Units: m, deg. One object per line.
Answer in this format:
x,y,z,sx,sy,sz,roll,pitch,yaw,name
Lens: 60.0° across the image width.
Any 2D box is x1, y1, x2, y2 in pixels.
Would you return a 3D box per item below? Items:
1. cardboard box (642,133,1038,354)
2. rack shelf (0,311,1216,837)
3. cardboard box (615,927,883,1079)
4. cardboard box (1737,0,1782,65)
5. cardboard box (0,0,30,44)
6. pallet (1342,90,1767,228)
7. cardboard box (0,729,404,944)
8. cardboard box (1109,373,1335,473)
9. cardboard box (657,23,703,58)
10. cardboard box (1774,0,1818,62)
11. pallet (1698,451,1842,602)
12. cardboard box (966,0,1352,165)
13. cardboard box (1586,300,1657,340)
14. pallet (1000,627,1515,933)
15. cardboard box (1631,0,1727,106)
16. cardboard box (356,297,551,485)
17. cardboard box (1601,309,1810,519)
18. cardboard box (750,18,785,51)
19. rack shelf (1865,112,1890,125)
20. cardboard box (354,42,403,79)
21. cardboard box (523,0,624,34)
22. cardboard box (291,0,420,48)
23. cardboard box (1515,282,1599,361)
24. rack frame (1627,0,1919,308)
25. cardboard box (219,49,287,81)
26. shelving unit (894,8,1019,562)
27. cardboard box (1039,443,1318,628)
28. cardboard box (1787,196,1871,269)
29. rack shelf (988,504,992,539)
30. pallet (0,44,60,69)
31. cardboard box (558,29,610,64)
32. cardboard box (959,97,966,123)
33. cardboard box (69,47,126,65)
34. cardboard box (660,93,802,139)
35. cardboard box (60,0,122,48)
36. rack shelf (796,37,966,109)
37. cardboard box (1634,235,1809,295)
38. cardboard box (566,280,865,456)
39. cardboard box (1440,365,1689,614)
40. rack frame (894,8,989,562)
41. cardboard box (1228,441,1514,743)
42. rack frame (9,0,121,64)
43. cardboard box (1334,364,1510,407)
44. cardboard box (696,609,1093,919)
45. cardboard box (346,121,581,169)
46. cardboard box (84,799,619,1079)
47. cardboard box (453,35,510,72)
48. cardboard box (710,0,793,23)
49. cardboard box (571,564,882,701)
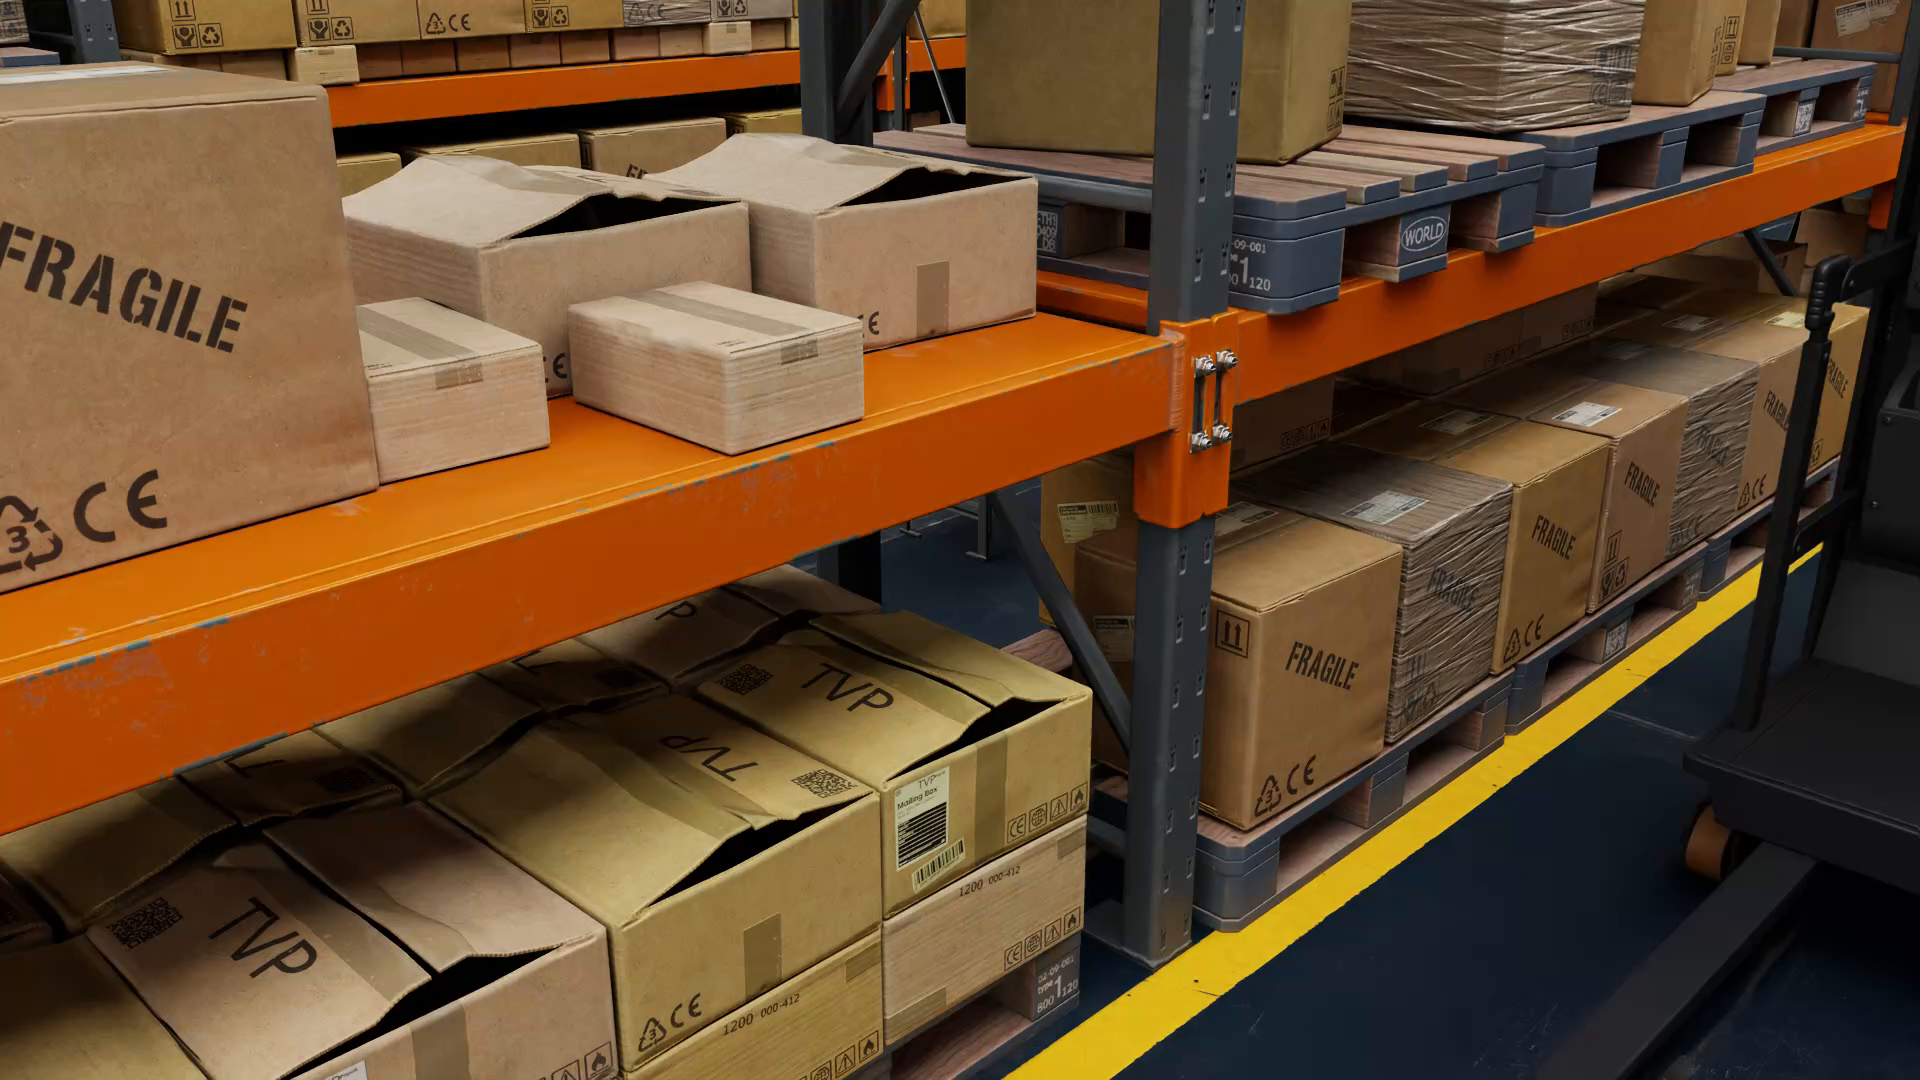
-0.212,-0.552,2.953,0.500,0.311,0.500,-18,27,-39,cardboard box
-1.322,0.174,1.943,1.077,0.370,4.000,19,28,41,rack shelf
-0.476,0.741,2.712,0.500,0.250,0.500,19,28,40,cardboard box
2.373,-1.881,5.563,0.700,0.500,0.500,9,23,23,cardboard box
-3.799,-2.043,5.957,0.700,0.500,0.500,15,26,35,cardboard box
1.426,-1.087,4.490,1.003,0.211,1.213,19,28,41,pallet
-1.221,0.479,2.614,0.500,0.311,0.500,18,28,39,cardboard box
0.594,-0.379,4.206,0.500,0.250,0.500,-19,28,-40,cardboard box
-1.454,-2.422,8.018,0.380,0.149,0.250,19,28,41,cardboard box
3.028,-1.943,6.311,0.500,0.500,0.500,-20,28,-41,cardboard box
2.323,-0.184,5.759,1.003,0.211,1.213,19,28,41,pallet
0.432,-1.109,3.553,0.700,0.500,0.500,9,23,23,cardboard box
1.987,-0.539,5.668,0.500,0.500,0.500,-20,28,-41,cardboard box
0.621,0.443,4.127,1.003,0.211,1.213,19,28,41,pallet
1.675,-1.477,4.512,0.700,0.500,0.500,12,24,27,cardboard box
-0.776,-0.217,2.307,0.250,0.149,0.380,-18,27,-38,cardboard box
2.374,-0.419,5.355,0.500,0.500,0.500,19,28,41,cardboard box
-1.093,-2.551,8.353,0.250,0.149,0.380,-19,28,-40,cardboard box
4.259,-1.882,7.294,1.077,0.370,4.000,19,28,41,rack shelf
-2.568,-2.039,7.020,0.380,0.149,0.250,19,28,40,cardboard box
-1.880,-2.566,7.487,0.500,0.500,0.500,-19,28,-41,cardboard box
-2.584,-2.303,6.803,0.500,0.500,0.500,-19,28,-40,cardboard box
1.654,-0.772,5.228,0.500,0.250,0.500,19,28,41,cardboard box
2.864,-1.704,5.827,1.000,3.000,0.127,19,28,41,rack frame
-2.901,-1.896,6.649,0.250,0.149,0.380,-20,29,-41,cardboard box
0.115,-1.023,5.309,0.431,2.100,0.503,19,28,41,shelving unit
0.557,-0.014,4.300,0.500,0.500,0.500,-19,28,-40,cardboard box
4.170,-1.228,7.456,0.797,0.503,0.637,19,28,41,cardboard box
0.115,-0.357,5.565,0.431,0.518,0.480,19,28,41,rack shelf
-3.900,-1.615,5.864,1.213,0.211,1.003,19,28,41,pallet
-1.833,-2.296,7.690,0.250,0.149,0.380,-19,28,-40,cardboard box
0.213,-2.658,10.303,0.380,0.149,0.250,18,27,39,cardboard box
-3.435,-1.955,6.801,0.250,0.149,0.380,-20,28,-41,cardboard box
-1.049,-1.936,8.841,0.750,0.750,0.750,20,28,41,cardboard box
-3.338,-2.297,6.788,0.500,0.500,0.500,19,28,41,cardboard box
0.707,-3.121,10.517,1.077,0.370,4.000,19,28,41,rack shelf
3.058,-0.960,6.762,0.500,0.500,0.500,19,28,41,cardboard box
-0.356,-0.258,2.416,0.380,0.149,0.250,19,28,41,cardboard box
1.670,-0.159,4.678,0.500,0.500,0.500,18,27,39,cardboard box
-0.055,-0.960,5.145,0.400,2.100,0.015,19,28,41,rack frame
0.957,0.104,3.994,0.500,0.500,0.500,18,27,39,cardboard box
-3.479,-1.915,6.375,1.000,3.000,0.127,19,28,41,rack frame
1.280,-0.283,5.001,0.500,0.500,0.500,18,27,39,cardboard box
-0.116,0.346,2.959,0.500,0.311,0.500,-19,28,-41,cardboard box
-2.256,-1.487,7.674,0.750,0.750,0.750,19,28,40,cardboard box
-0.828,0.610,2.271,0.500,0.311,0.500,19,28,40,cardboard box
-2.206,-2.171,7.365,0.250,0.149,0.380,-20,28,-41,cardboard box
-1.179,-2.822,8.155,0.500,0.500,0.500,20,28,41,cardboard box
-0.503,0.211,3.310,0.500,0.311,0.500,-19,28,-40,cardboard box
